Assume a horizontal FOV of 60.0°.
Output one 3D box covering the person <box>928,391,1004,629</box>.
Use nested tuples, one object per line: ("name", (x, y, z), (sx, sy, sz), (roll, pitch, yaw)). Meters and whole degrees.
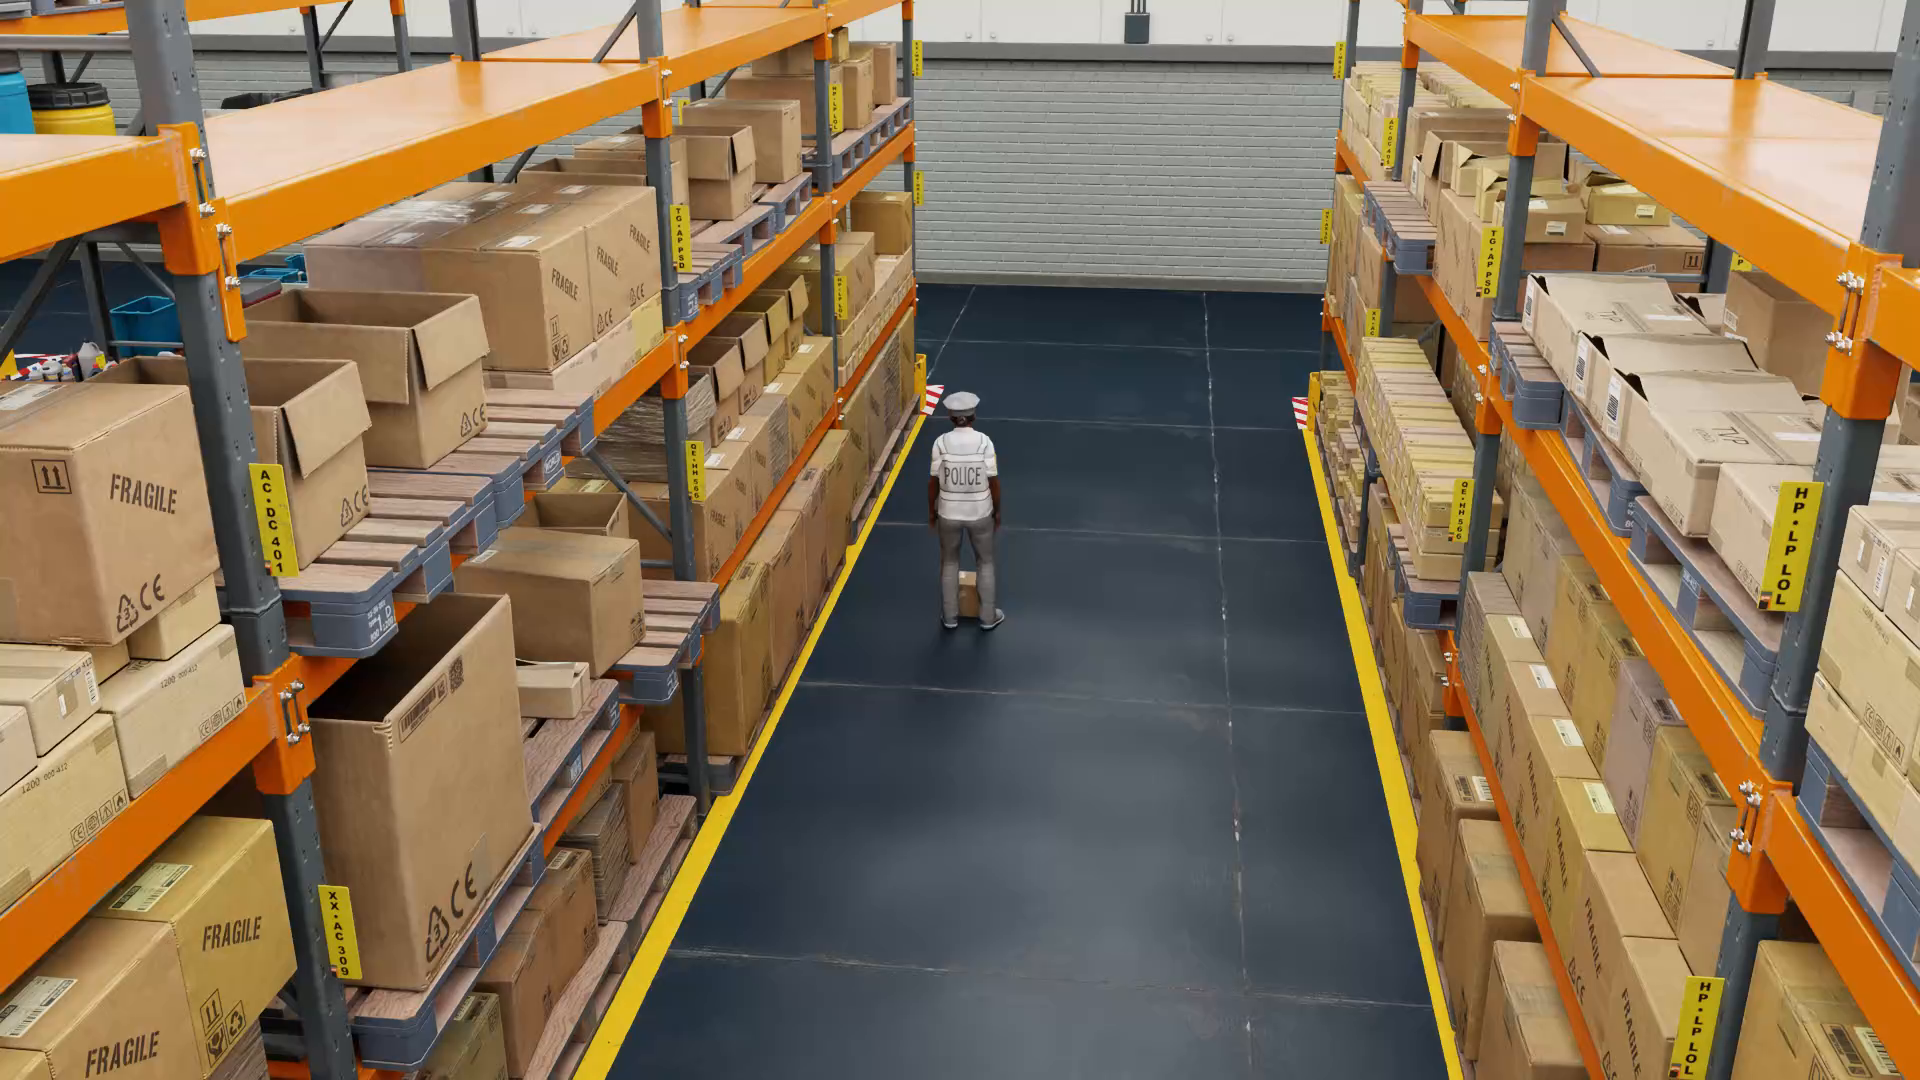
("person", (0.045, -0.182, 11.545), (0.532, 1.664, 0.391), (2, 21, 4))
